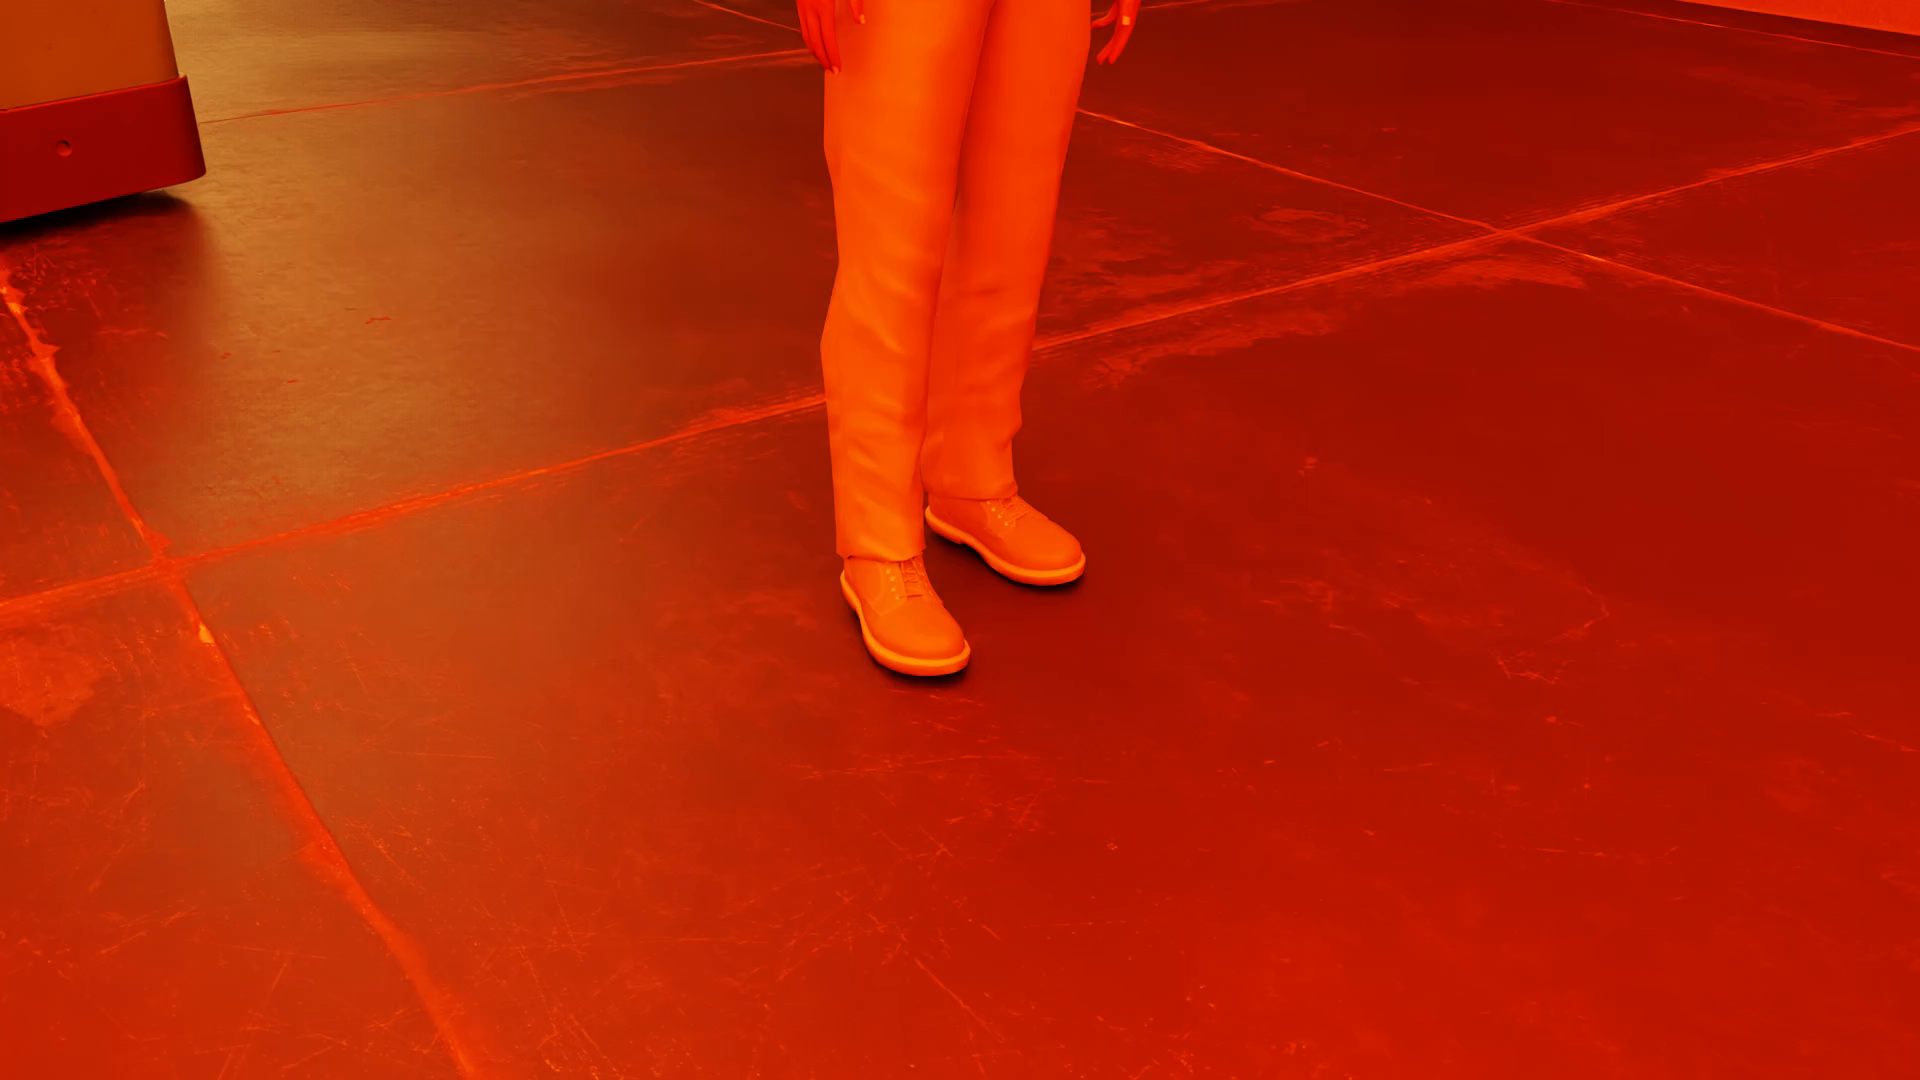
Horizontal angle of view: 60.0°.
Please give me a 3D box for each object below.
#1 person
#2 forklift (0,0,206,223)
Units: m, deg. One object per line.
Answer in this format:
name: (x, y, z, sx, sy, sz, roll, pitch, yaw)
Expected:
person: (0.027, -0.730, 2.052, 0.569, 1.692, 0.528, -17, 31, -31)
forklift: (-3.374, -2.377, 3.970, 3.031, 2.935, 1.130, 18, 32, 32)
